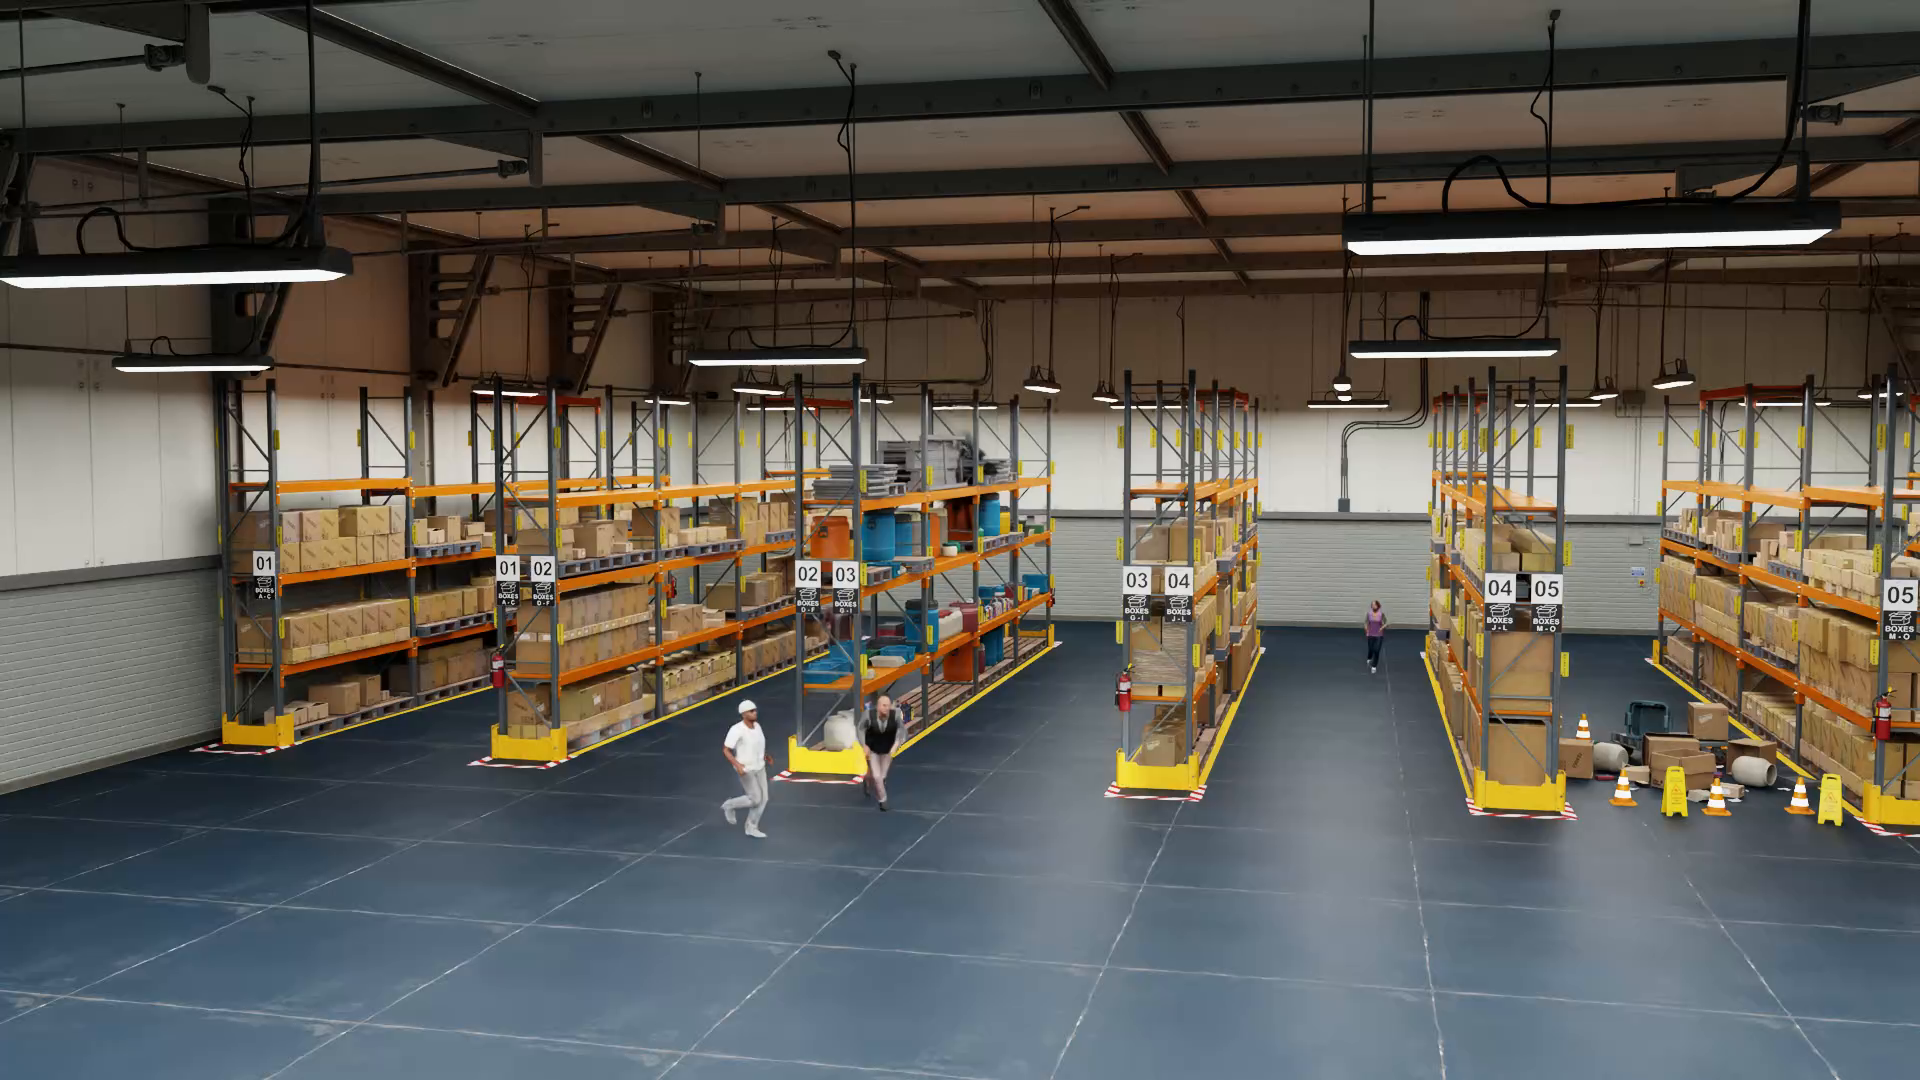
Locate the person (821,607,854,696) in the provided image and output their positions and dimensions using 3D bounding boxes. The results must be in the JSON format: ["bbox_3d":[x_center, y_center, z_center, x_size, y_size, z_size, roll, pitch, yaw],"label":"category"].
[{"bbox_3d":[-2.264,1.955,31.435,0.740,1.895,0.814,1,4,15],"label":"person"}]

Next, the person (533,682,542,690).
[{"bbox_3d":[-7.488,2.280,30.036,0.675,1.793,0.959,0,3,5],"label":"person"}]

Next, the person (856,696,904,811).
[{"bbox_3d":[-1.119,2.867,22.677,0.672,1.586,0.927,-1,4,-19],"label":"person"}]

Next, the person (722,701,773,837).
[{"bbox_3d":[-2.701,2.886,21.050,0.592,1.726,0.702,2,4,32],"label":"person"}]

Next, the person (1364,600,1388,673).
[{"bbox_3d":[8.957,2.122,35.846,0.525,1.482,0.562,1,4,18],"label":"person"}]
